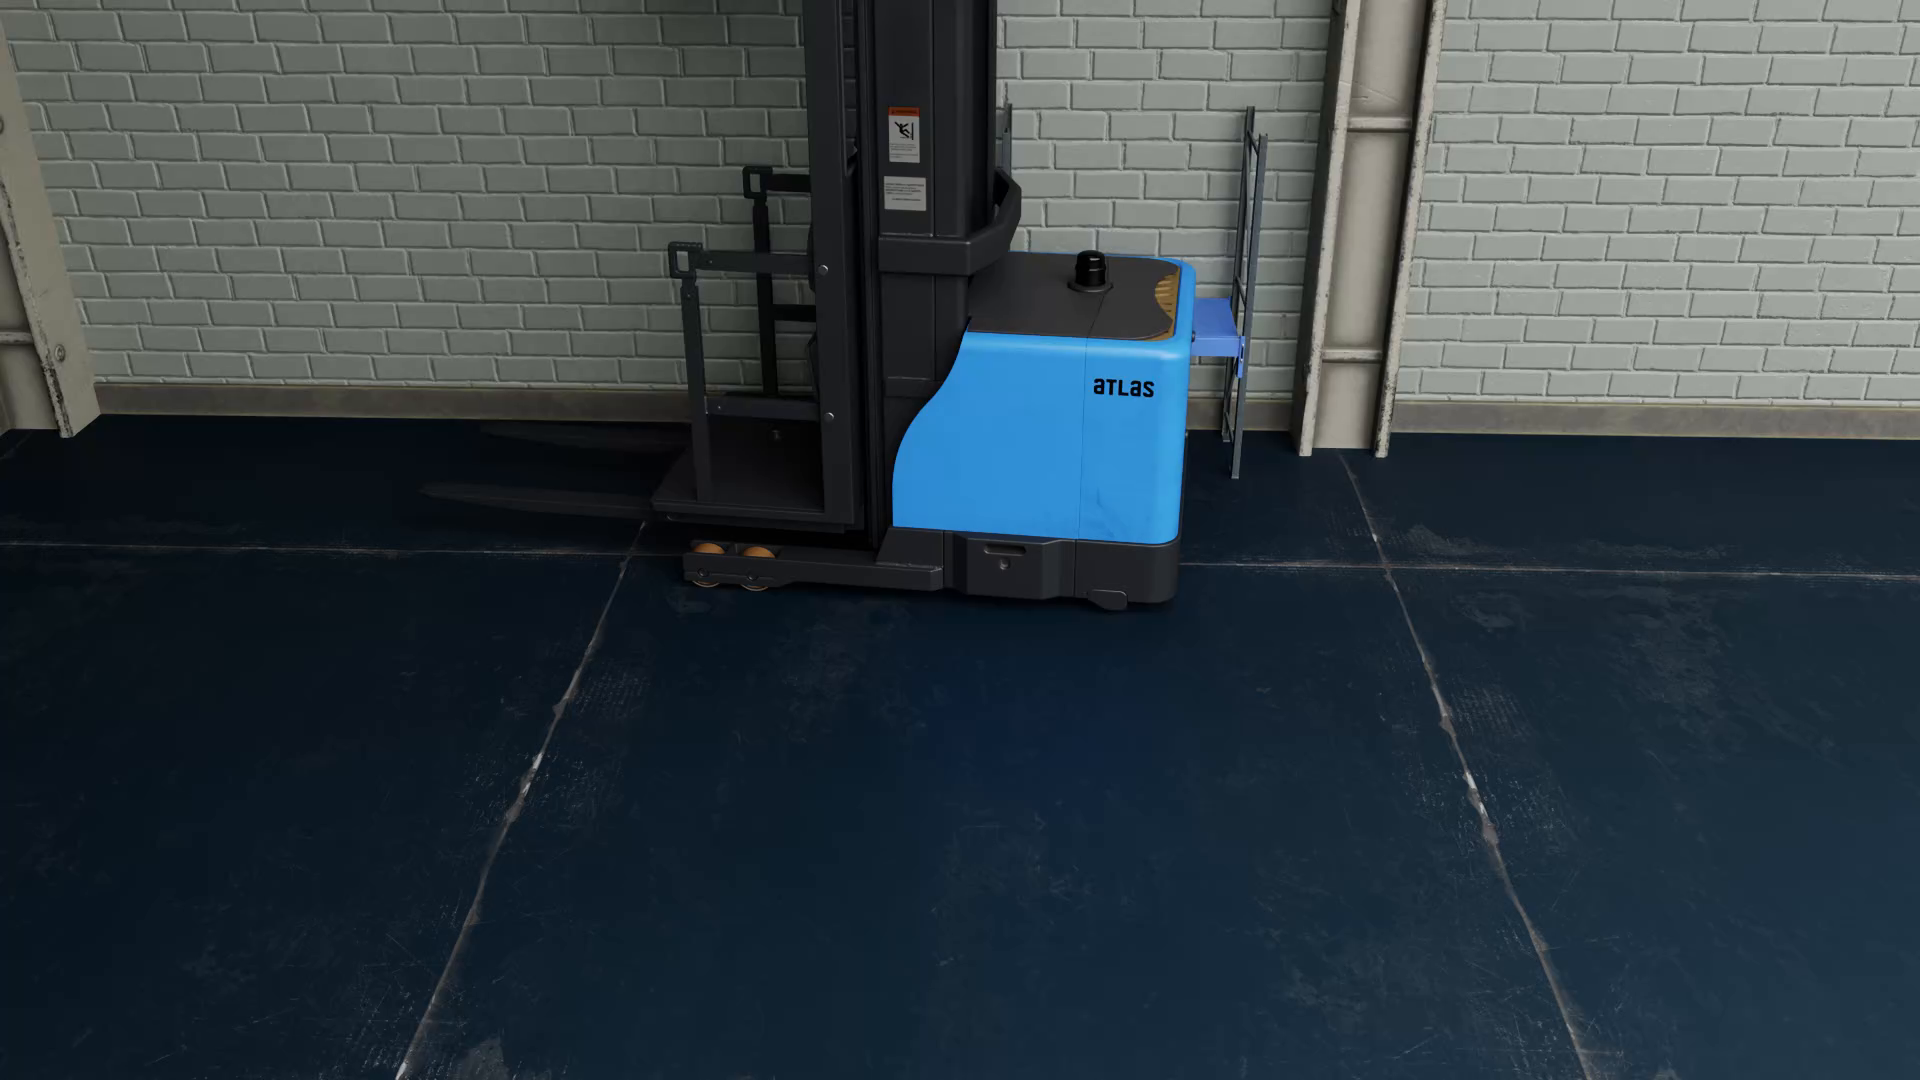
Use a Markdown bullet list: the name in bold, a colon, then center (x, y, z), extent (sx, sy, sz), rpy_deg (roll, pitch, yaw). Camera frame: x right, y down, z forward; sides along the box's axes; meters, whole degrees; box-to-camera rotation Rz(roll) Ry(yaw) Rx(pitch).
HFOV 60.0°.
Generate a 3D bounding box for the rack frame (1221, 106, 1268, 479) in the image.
- **rack frame**: center (1.210, -1.045, 7.119), extent (0.032, 1.500, 0.500), rpy_deg (1, 28, 2)

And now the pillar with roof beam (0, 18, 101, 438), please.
- **pillar with roof beam**: center (-4.426, -2.507, 1.871), extent (0.400, 9.000, 9.100), rpy_deg (1, 28, 2)

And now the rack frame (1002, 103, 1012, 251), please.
- **rack frame**: center (0.195, -1.066, 7.160), extent (0.032, 1.500, 0.500), rpy_deg (1, 28, 2)

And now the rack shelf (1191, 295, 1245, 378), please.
- **rack shelf**: center (0.702, -0.897, 7.224), extent (1.000, 0.185, 0.538), rpy_deg (1, 28, 2)

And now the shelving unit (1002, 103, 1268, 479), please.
- **shelving unit**: center (0.702, -1.056, 7.140), extent (1.048, 1.500, 0.538), rpy_deg (1, 28, 2)

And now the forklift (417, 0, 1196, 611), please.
- **forklift**: center (-0.622, -1.339, 6.146), extent (3.031, 2.935, 1.130), rpy_deg (4, 28, 8)

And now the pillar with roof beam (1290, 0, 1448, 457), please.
- **pillar with roof beam**: center (1.571, -2.408, 1.684), extent (0.400, 9.000, 9.100), rpy_deg (1, 28, 2)
